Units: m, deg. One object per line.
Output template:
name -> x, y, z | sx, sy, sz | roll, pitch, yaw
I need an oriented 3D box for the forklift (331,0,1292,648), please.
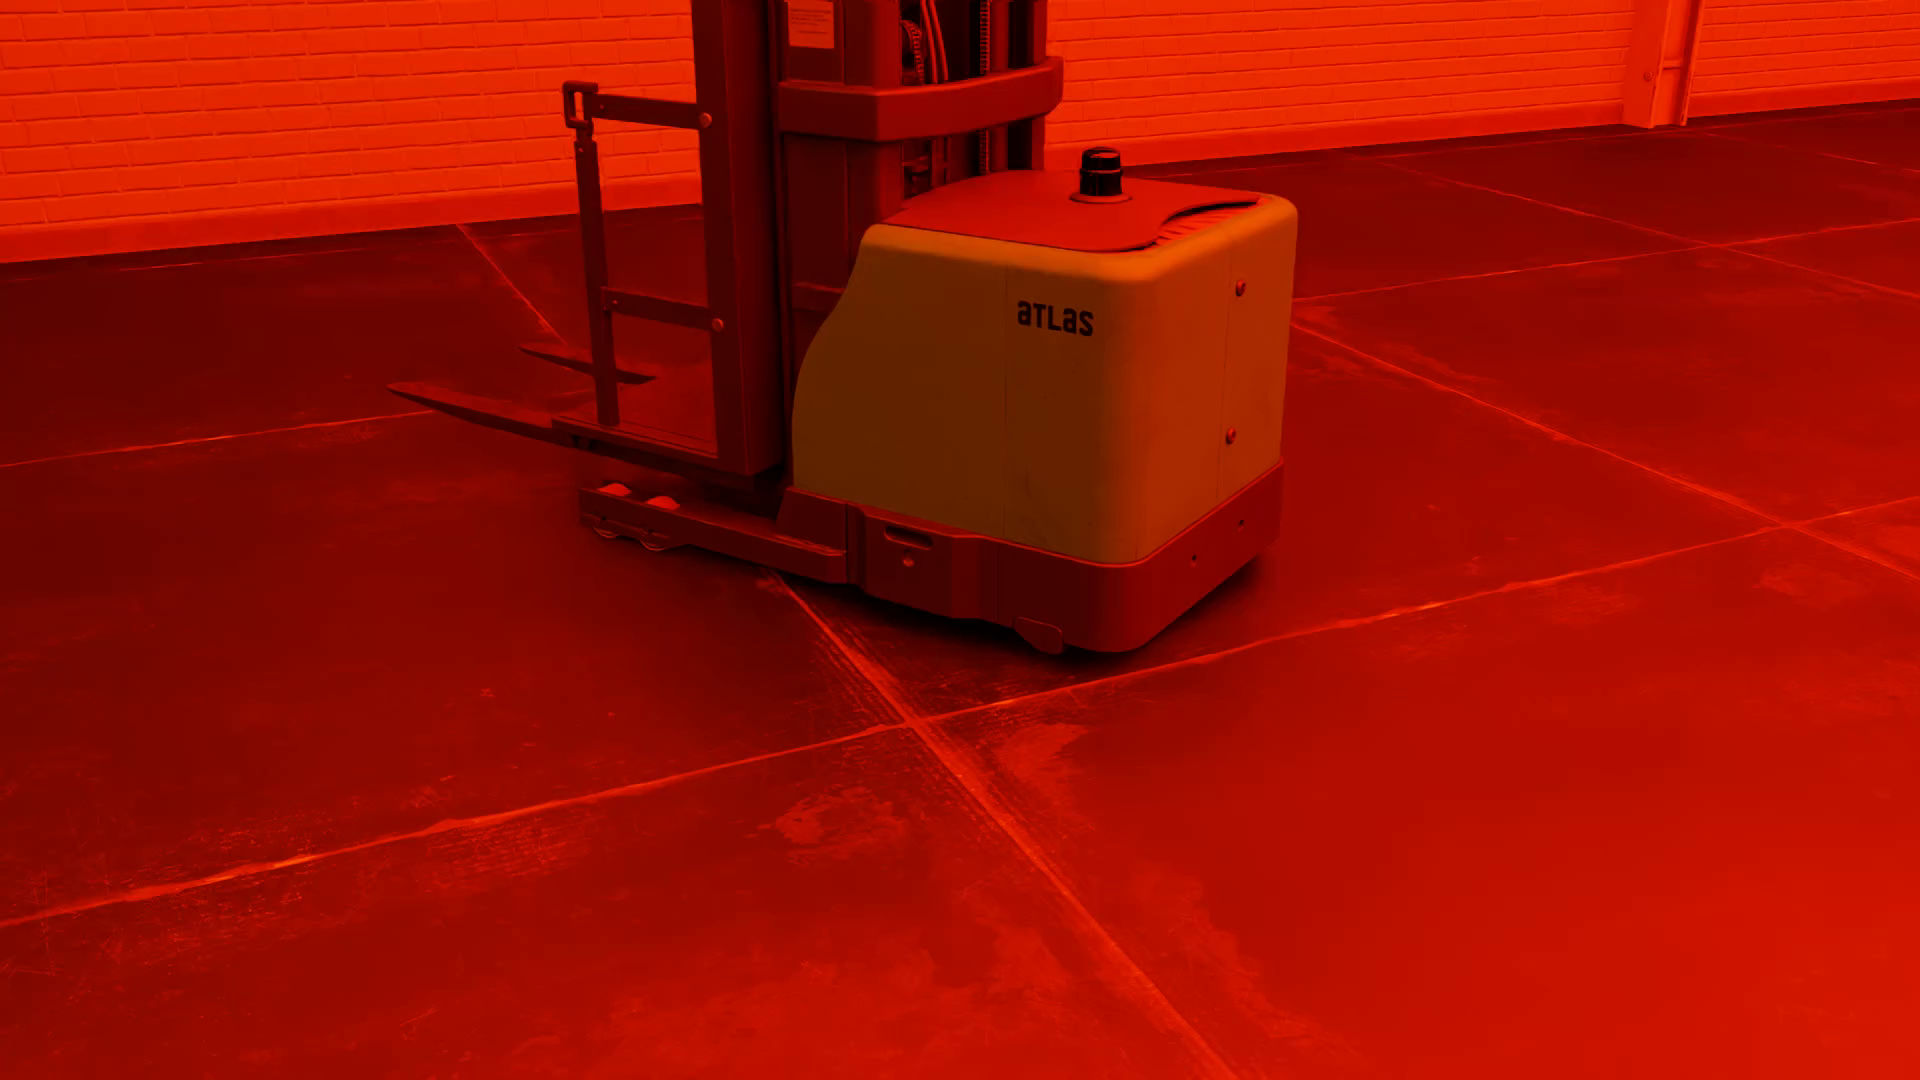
forklift -> -0.604, -1.444, 4.762 | 3.031, 2.935, 1.130 | 11, 25, 24
